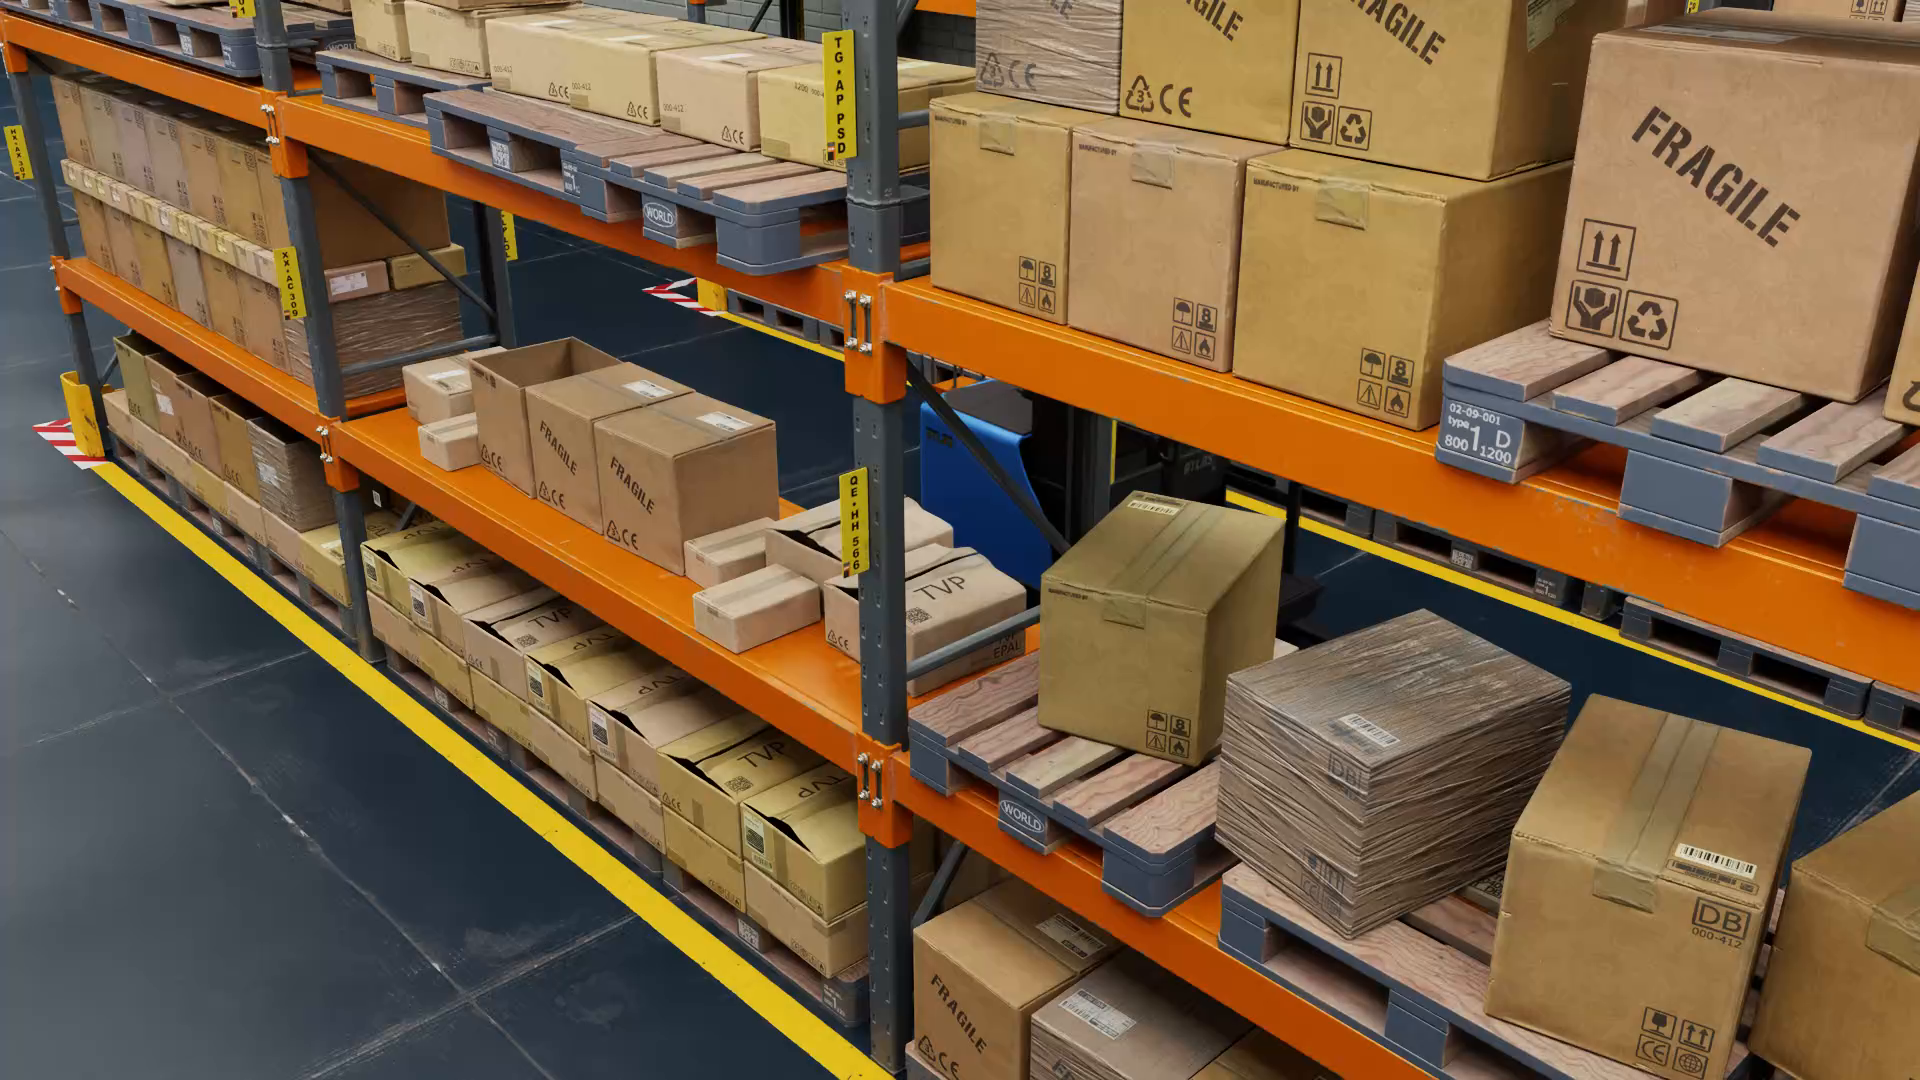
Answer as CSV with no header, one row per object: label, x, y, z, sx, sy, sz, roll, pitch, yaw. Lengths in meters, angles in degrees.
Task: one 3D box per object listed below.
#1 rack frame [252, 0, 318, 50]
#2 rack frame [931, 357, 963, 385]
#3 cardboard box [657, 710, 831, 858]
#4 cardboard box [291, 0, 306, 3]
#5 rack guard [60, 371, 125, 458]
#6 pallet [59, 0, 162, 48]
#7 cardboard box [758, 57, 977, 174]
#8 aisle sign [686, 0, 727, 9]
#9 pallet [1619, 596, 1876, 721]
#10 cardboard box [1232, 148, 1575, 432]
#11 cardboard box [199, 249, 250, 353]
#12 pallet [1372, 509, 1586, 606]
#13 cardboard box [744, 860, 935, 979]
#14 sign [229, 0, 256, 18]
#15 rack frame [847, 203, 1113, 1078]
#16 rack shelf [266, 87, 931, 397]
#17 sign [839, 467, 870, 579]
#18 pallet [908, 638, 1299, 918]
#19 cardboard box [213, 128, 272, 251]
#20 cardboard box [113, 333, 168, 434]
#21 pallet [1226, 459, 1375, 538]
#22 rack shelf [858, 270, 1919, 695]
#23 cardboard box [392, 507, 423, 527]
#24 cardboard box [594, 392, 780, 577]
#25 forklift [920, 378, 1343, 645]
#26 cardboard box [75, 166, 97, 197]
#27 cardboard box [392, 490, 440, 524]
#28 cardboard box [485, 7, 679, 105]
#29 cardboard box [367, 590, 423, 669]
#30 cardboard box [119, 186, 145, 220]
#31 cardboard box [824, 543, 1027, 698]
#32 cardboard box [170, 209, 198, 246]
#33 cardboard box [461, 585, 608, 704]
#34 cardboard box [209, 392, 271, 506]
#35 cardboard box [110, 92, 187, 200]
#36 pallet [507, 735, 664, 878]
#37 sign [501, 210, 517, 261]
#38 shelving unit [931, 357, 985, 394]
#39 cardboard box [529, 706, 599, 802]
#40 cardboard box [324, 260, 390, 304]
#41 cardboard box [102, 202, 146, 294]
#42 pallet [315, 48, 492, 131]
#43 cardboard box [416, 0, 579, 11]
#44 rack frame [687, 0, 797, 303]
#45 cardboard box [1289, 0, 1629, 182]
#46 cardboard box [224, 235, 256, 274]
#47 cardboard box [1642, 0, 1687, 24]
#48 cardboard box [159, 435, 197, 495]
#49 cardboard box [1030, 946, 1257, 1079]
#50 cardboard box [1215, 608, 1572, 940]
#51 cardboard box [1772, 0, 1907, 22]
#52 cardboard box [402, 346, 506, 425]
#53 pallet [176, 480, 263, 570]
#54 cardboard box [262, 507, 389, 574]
rack frame,-2.638,-3.621,6.846,1.000,3.000,0.127,-21,32,-38
rack frame,-0.072,-0.578,9.571,0.240,1.200,0.006,-21,32,-38
cardboard box,-0.802,0.880,6.337,0.500,0.311,0.500,-22,32,-39
cardboard box,-3.159,-2.862,8.228,0.500,0.311,0.500,22,32,39
rack guard,-5.388,-0.974,11.282,1.175,0.500,0.348,-21,32,-38
pallet,-4.069,-2.837,8.847,1.003,0.211,1.213,-21,32,-38
cardboard box,-0.255,-1.289,5.022,0.500,0.250,0.500,21,32,38
aisle sign,-2.026,-4.630,13.152,0.394,0.787,0.004,-21,32,-38
pallet,4.193,0.442,8.526,1.003,0.211,1.213,-21,32,-38
cardboard box,1.123,-0.656,3.838,0.910,0.500,0.500,-21,32,-38
cardboard box,-3.651,-1.381,9.043,0.700,0.500,0.500,-21,32,-38
pallet,3.177,-0.055,9.616,1.003,0.211,1.213,-21,32,-38
cardboard box,-0.441,1.290,6.116,0.500,0.250,0.500,-20,31,-37
sign,-3.042,-2.370,6.999,0.100,0.325,0.005,-21,32,-38
rack frame,0.096,0.320,5.435,1.000,3.000,0.127,-21,32,-38
rack shelf,-1.271,-1.323,6.289,1.077,0.370,4.000,-21,32,-38
sign,-0.307,-0.048,4.847,0.100,0.325,0.005,-21,32,-38
pallet,0.611,0.593,5.068,1.213,0.211,1.003,-21,32,-38
cardboard box,-3.292,-1.813,8.427,0.700,0.500,0.500,-21,32,-39
cardboard box,-4.824,-1.008,10.250,0.500,0.500,0.500,-21,32,-38
pallet,2.347,-0.424,10.426,1.003,0.211,1.213,-21,32,-38
rack shelf,1.463,-0.111,3.633,1.077,0.370,4.000,-21,32,-38
cardboard box,-2.733,-0.058,9.071,0.500,0.250,0.500,-21,32,-38
cardboard box,-1.063,-0.229,6.518,0.500,0.500,0.500,22,32,39
forklift,1.134,-0.783,7.934,1.130,2.935,3.031,-21,32,-38
cardboard box,-5.078,-2.185,10.024,0.380,0.149,0.250,-22,33,-40
cardboard box,-2.726,-0.402,8.922,0.500,0.500,0.500,-21,32,-38
cardboard box,-1.376,-1.783,6.105,0.500,0.250,0.500,20,32,37
cardboard box,-2.543,0.361,8.153,0.500,0.250,0.500,-22,33,-40
cardboard box,-4.554,-1.952,9.513,0.250,0.149,0.380,23,33,40
cardboard box,-0.121,0.238,5.722,0.500,0.311,0.500,-19,31,-35
cardboard box,-4.030,-1.719,9.002,0.380,0.149,0.250,-20,31,-37
cardboard box,-1.844,0.418,7.350,0.500,0.311,0.500,23,33,40
cardboard box,-3.792,-0.557,9.260,0.500,0.500,0.500,-21,32,-38
cardboard box,-4.317,-2.268,9.424,0.700,0.500,0.500,-21,32,-38
pallet,-1.268,0.959,7.394,1.003,0.211,1.213,-21,32,-38
sign,-2.248,-1.540,8.211,0.100,0.325,0.005,-21,32,-38
shelving unit,-0.010,-0.550,9.511,0.258,1.200,0.189,-21,32,-38
cardboard box,-1.492,0.826,7.132,0.500,0.250,0.500,-20,32,-38
cardboard box,-2.980,-1.254,7.983,0.380,0.149,0.250,-21,32,-38
cardboard box,-4.700,-1.846,10.063,0.700,0.500,0.500,-20,31,-37
pallet,-2.025,-1.906,6.930,1.217,0.209,0.805,22,33,40
cardboard box,-1.839,-2.357,6.459,0.500,0.500,0.500,-18,30,-34
rack frame,-1.758,-3.510,13.830,1.000,3.000,0.127,-21,32,-38
cardboard box,1.087,-1.102,3.613,0.500,0.500,0.500,-21,32,-38
cardboard box,-3.509,-1.487,8.495,0.380,0.149,0.250,-21,32,-39
cardboard box,3.385,-2.789,8.491,0.500,0.500,0.500,-21,32,-38
cardboard box,-4.482,-0.516,10.074,0.500,0.250,0.500,-21,32,-38
cardboard box,0.561,1.633,5.038,0.500,0.500,0.500,22,33,40
cardboard box,1.095,0.574,4.252,0.700,0.500,0.500,-15,28,-29
cardboard box,4.077,-2.569,7.503,0.500,0.500,0.700,21,32,38
cardboard box,-2.269,-0.687,7.822,0.500,0.250,0.500,-19,31,-35
pallet,-3.989,-0.246,10.034,1.003,0.211,1.213,-21,32,-38
cardboard box,-3.449,-0.065,9.085,0.500,0.250,0.500,-21,32,-38
